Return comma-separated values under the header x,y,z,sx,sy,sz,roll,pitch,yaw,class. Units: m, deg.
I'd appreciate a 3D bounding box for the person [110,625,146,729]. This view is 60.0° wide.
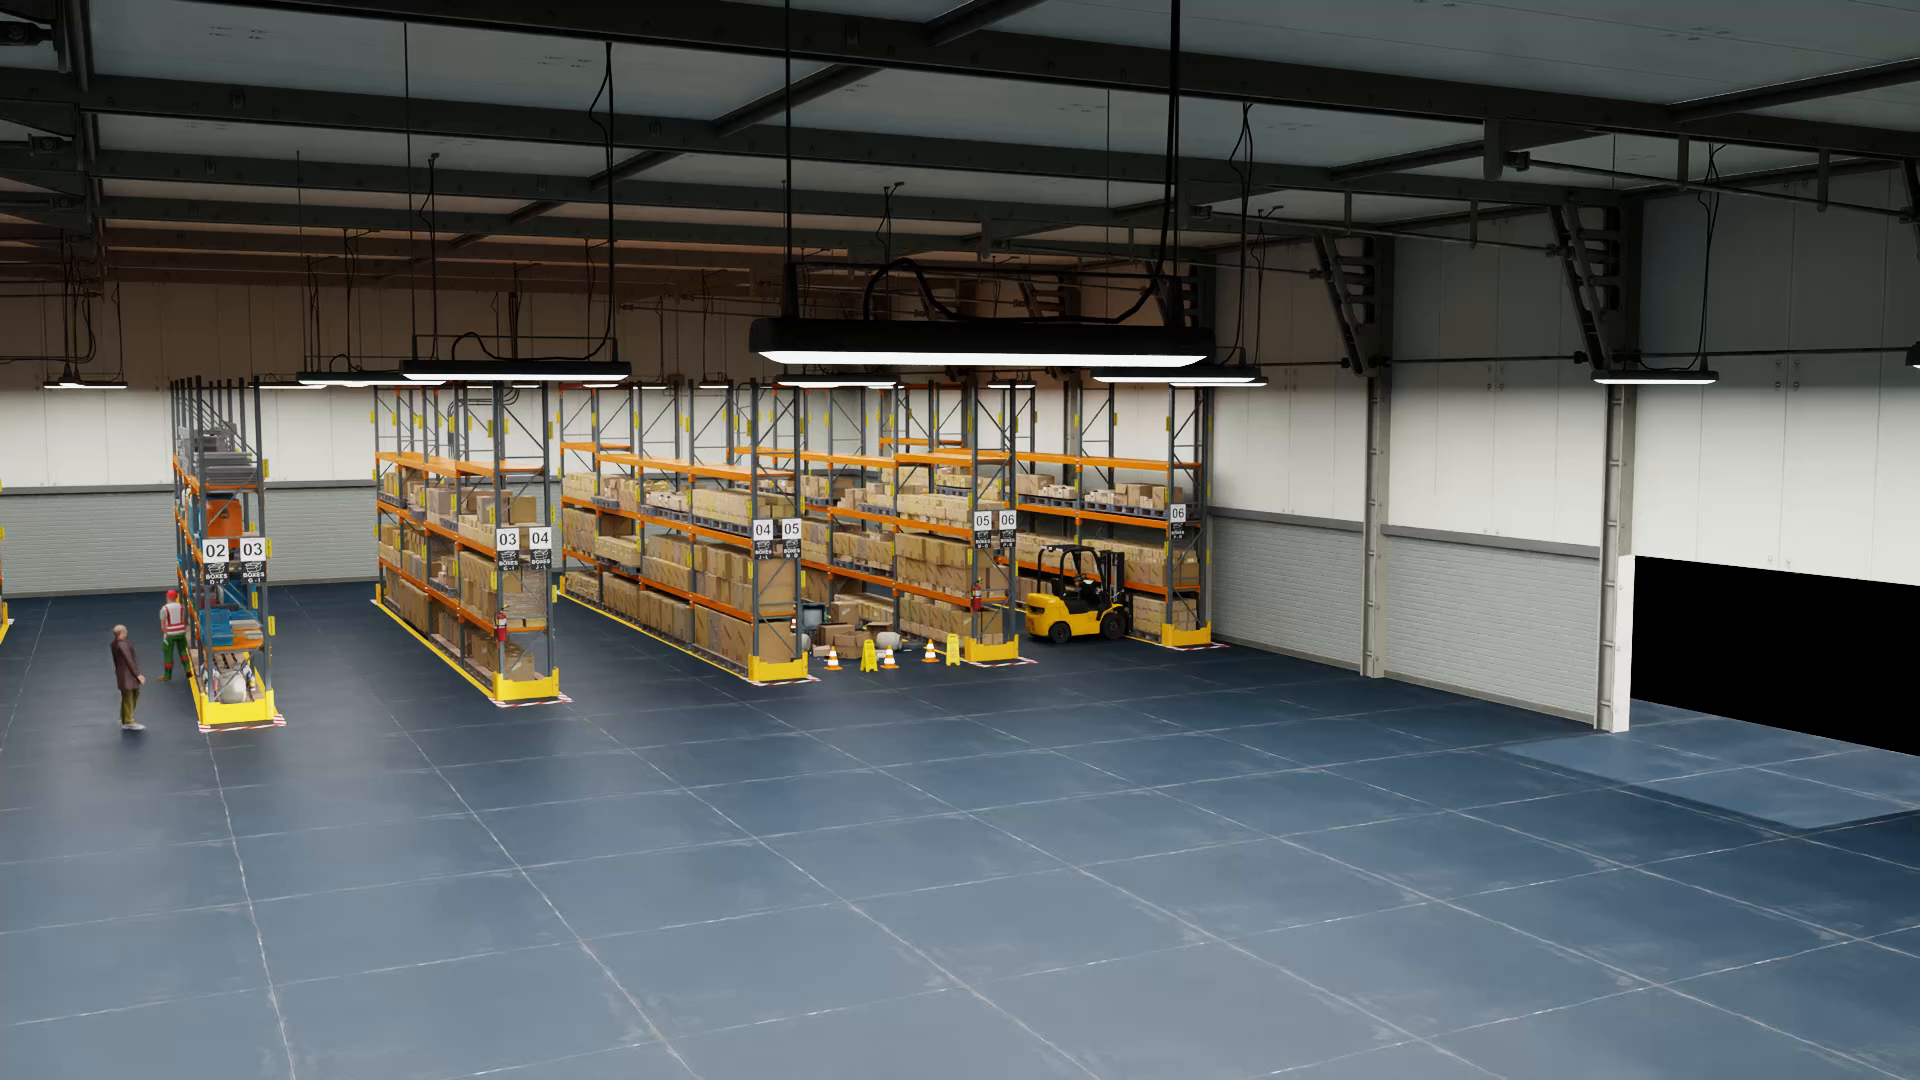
x,y,z,sx,sy,sz,roll,pitch,yaw,class
-14.138,2.344,28.299,0.552,1.833,0.660,-2,5,-20,person

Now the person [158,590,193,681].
x,y,z,sx,sy,sz,roll,pitch,yaw,class
-15.576,1.879,32.982,0.444,1.791,0.593,4,6,38,person
